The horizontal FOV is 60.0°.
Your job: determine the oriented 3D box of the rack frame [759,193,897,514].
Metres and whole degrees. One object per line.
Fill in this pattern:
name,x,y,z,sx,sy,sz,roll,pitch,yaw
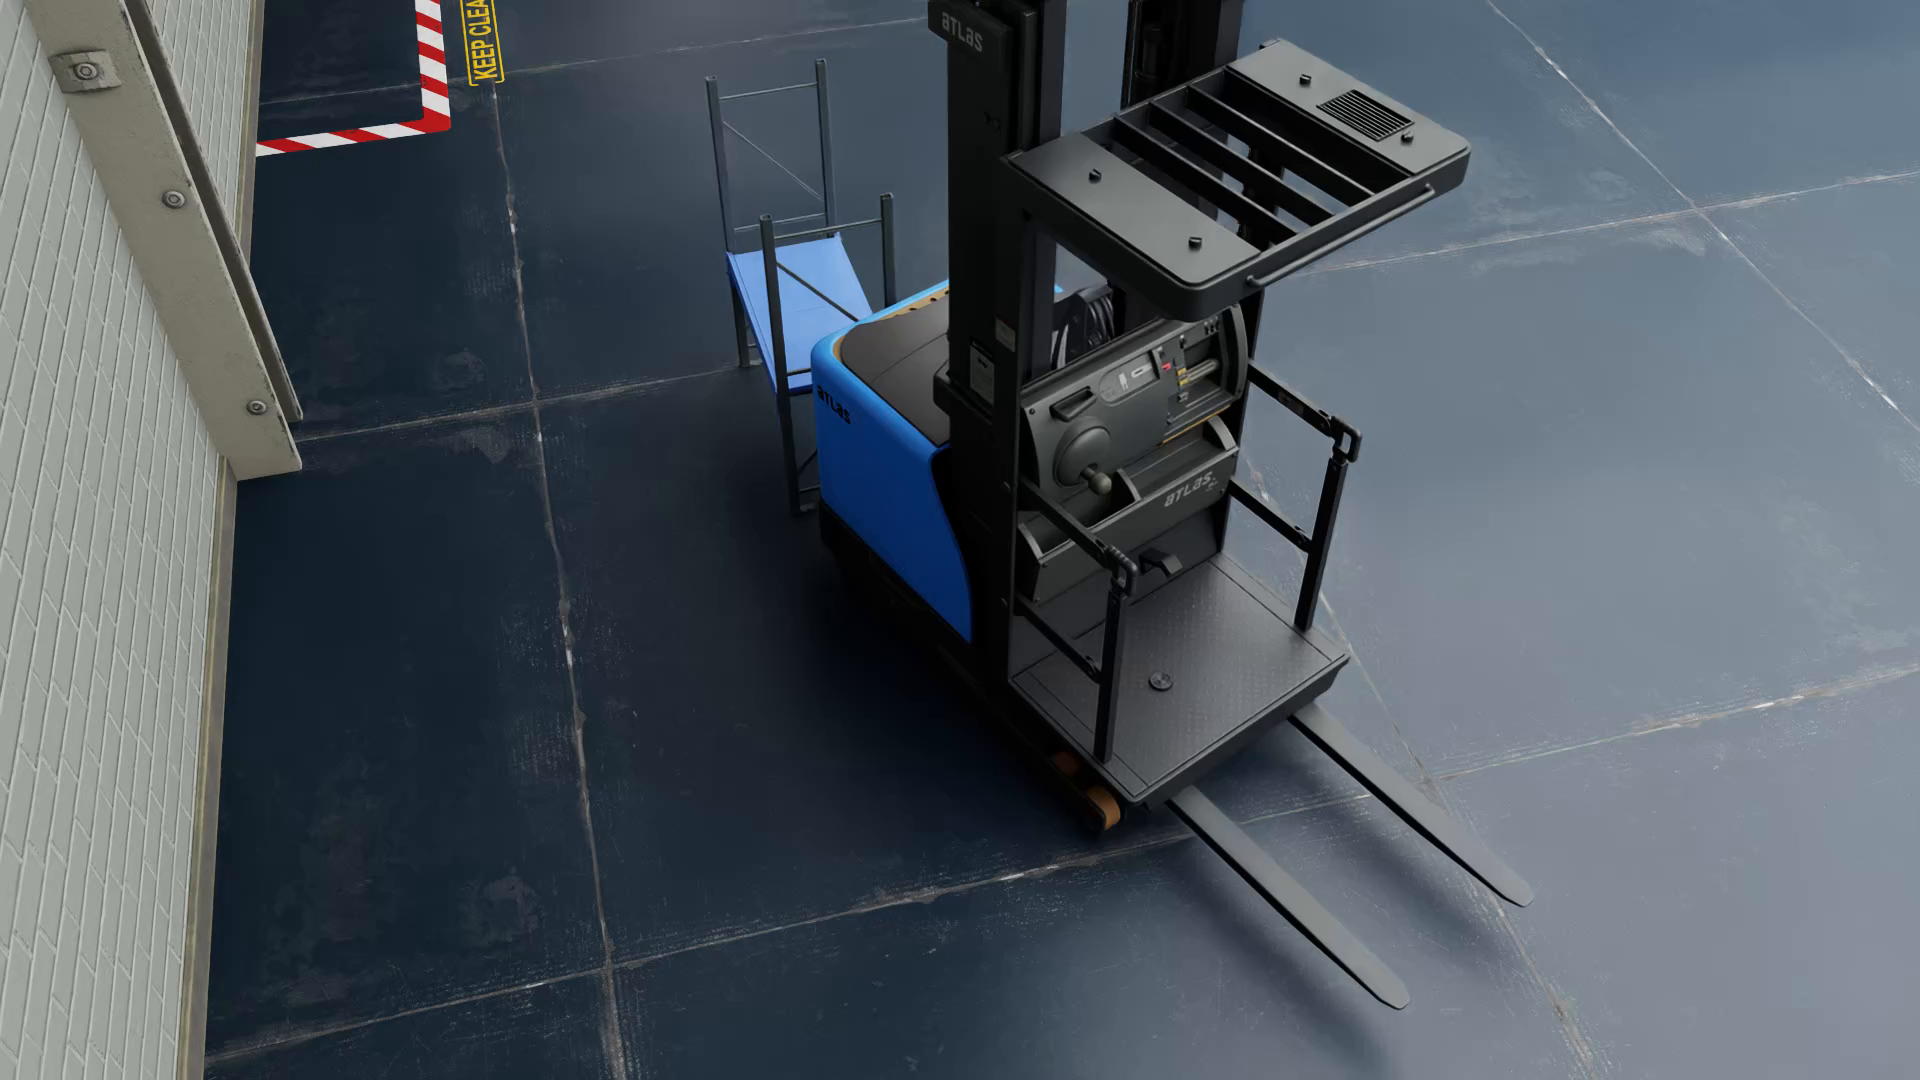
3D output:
rack frame,-0.489,-0.699,6.636,0.500,1.500,0.032,-12,47,-12

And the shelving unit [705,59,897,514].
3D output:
shelving unit,-0.639,-1.046,6.975,0.538,1.500,1.048,-12,47,-12

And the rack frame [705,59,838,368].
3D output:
rack frame,-0.790,-1.393,7.315,0.500,1.500,0.032,-12,47,-12

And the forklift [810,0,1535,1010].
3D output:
forklift,0.720,-0.388,5.329,1.130,2.935,3.031,-29,52,-25

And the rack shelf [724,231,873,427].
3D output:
rack shelf,-0.639,-0.920,7.104,0.538,0.185,1.000,-12,47,-12

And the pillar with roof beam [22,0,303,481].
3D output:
pillar with roof beam,1.070,-4.354,4.967,9.100,9.000,0.400,-11,47,-10
